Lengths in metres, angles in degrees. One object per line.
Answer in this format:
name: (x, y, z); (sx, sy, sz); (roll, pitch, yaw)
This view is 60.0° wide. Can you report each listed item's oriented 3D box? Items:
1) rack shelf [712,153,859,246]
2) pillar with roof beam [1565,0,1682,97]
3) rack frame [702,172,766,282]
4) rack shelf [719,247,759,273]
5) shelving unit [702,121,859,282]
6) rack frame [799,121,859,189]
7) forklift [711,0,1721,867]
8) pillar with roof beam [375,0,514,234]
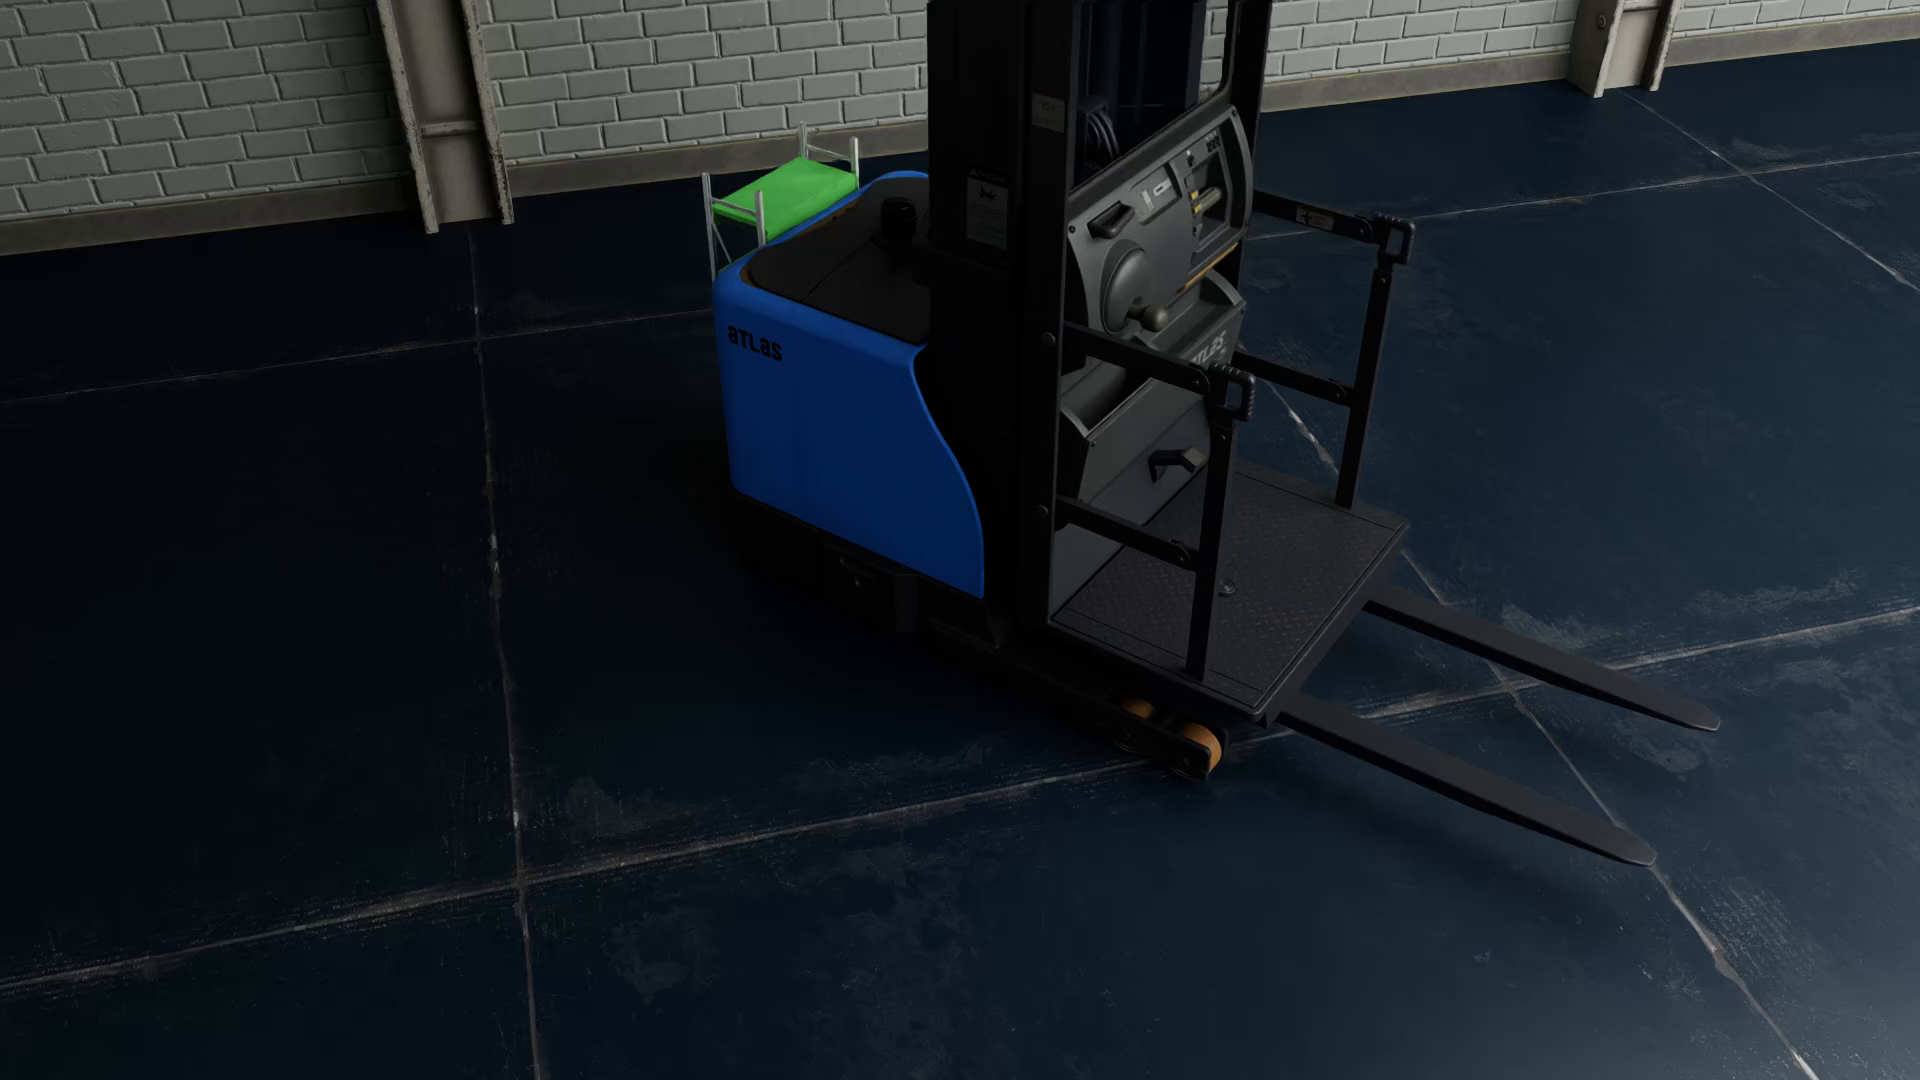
rack shelf: (-0.582, -1.105, 5.522); (0.258, 0.148, 0.480); (23, 43, 27)
pillar with roof beam: (4.631, -3.517, 2.941); (0.400, 9.000, 9.100); (-9, 38, -12)
rack frame: (-0.722, -0.652, 5.615); (0.240, 1.200, 0.015); (23, 43, 27)
rack shelf: (-0.582, -0.914, 5.667); (0.258, 0.148, 0.480); (23, 43, 27)
shelving unit: (-0.582, -0.774, 5.774); (0.258, 1.200, 0.503); (23, 43, 27)
rack frame: (-0.443, -0.896, 5.933); (0.240, 1.200, 0.015); (23, 43, 27)
forklift: (0.728, -0.837, 4.431); (3.031, 2.935, 1.130); (23, 43, 27)
pillar with roof beam: (-1.161, -2.566, 1.698); (0.400, 9.000, 9.100); (-9, 38, -12)
